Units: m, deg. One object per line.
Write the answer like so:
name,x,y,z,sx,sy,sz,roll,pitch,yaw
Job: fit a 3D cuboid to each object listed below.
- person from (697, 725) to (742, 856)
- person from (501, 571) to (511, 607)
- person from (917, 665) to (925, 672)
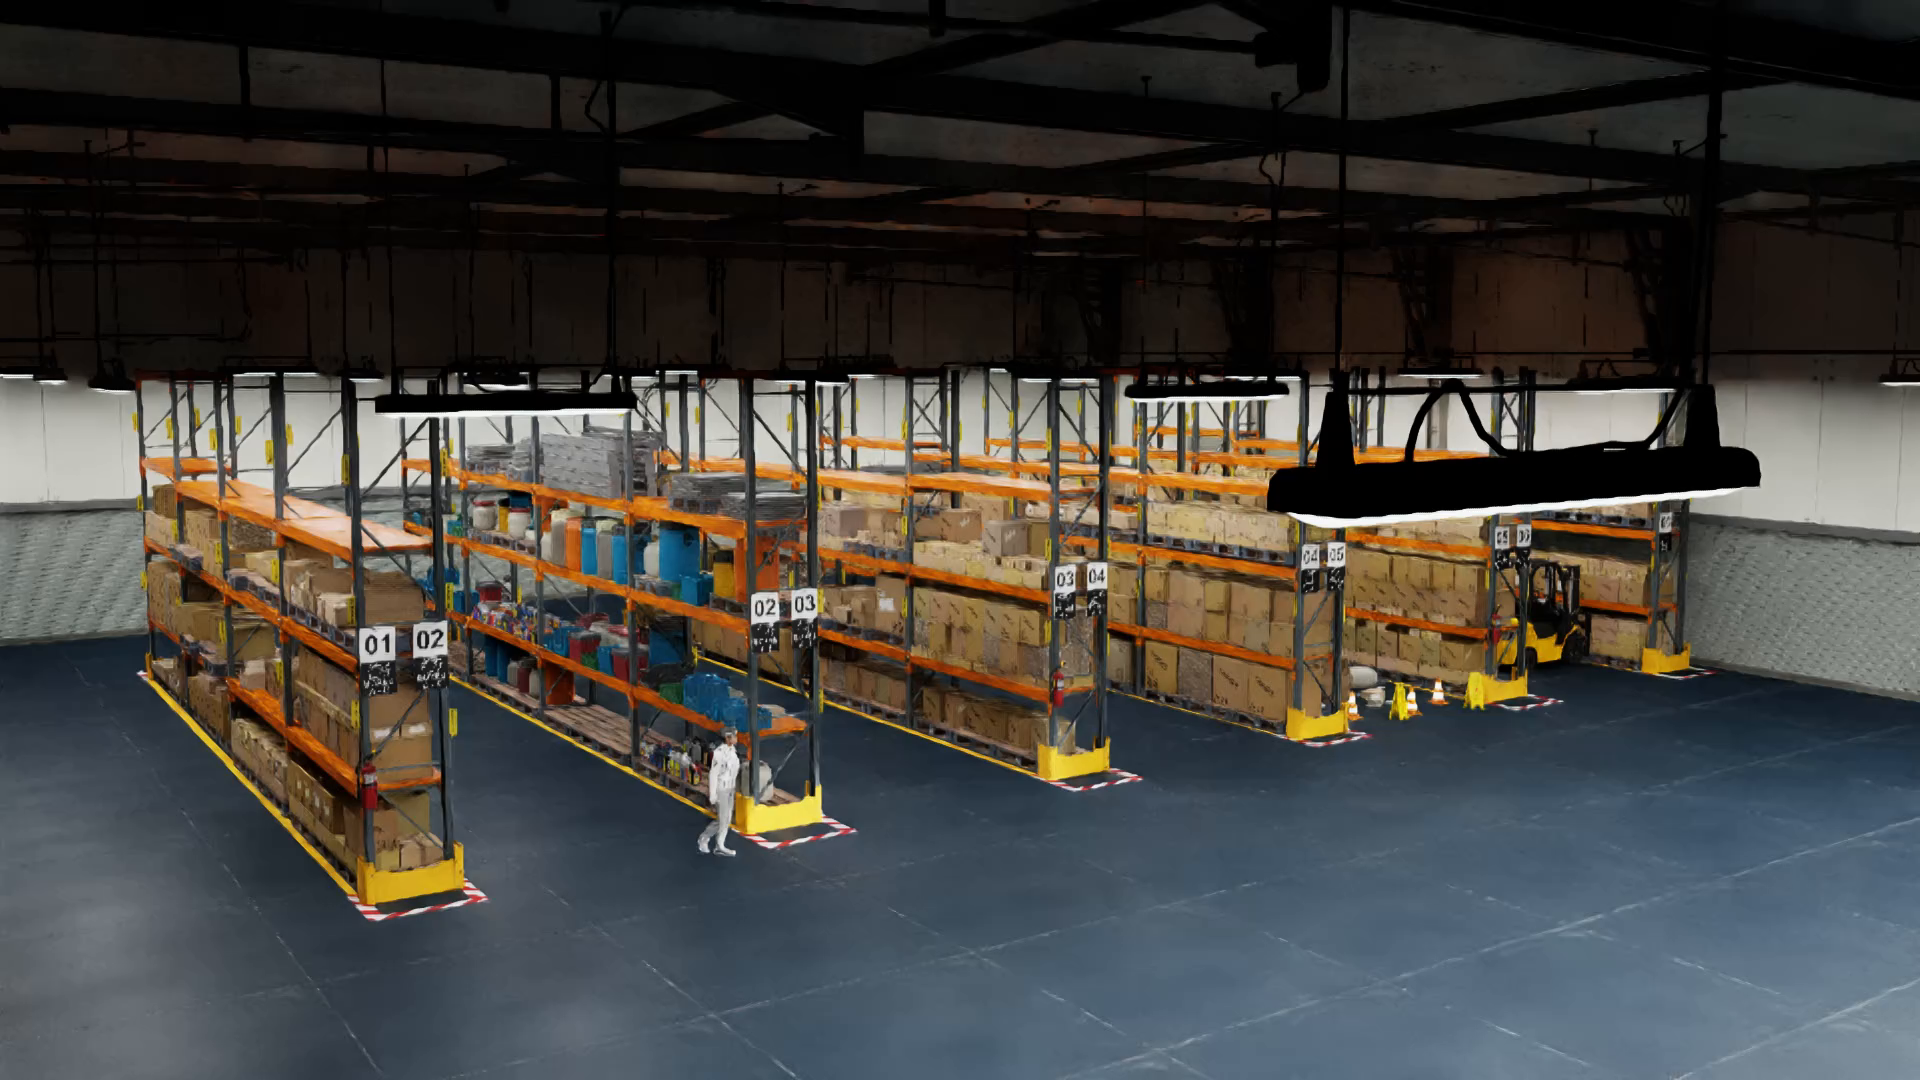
person,-3.041,3.147,20.955,0.518,1.671,0.538,2,7,19
person,-9.593,1.497,35.311,0.582,1.682,0.364,4,8,34
person,-0.816,1.977,31.564,0.526,1.721,0.360,3,7,28
